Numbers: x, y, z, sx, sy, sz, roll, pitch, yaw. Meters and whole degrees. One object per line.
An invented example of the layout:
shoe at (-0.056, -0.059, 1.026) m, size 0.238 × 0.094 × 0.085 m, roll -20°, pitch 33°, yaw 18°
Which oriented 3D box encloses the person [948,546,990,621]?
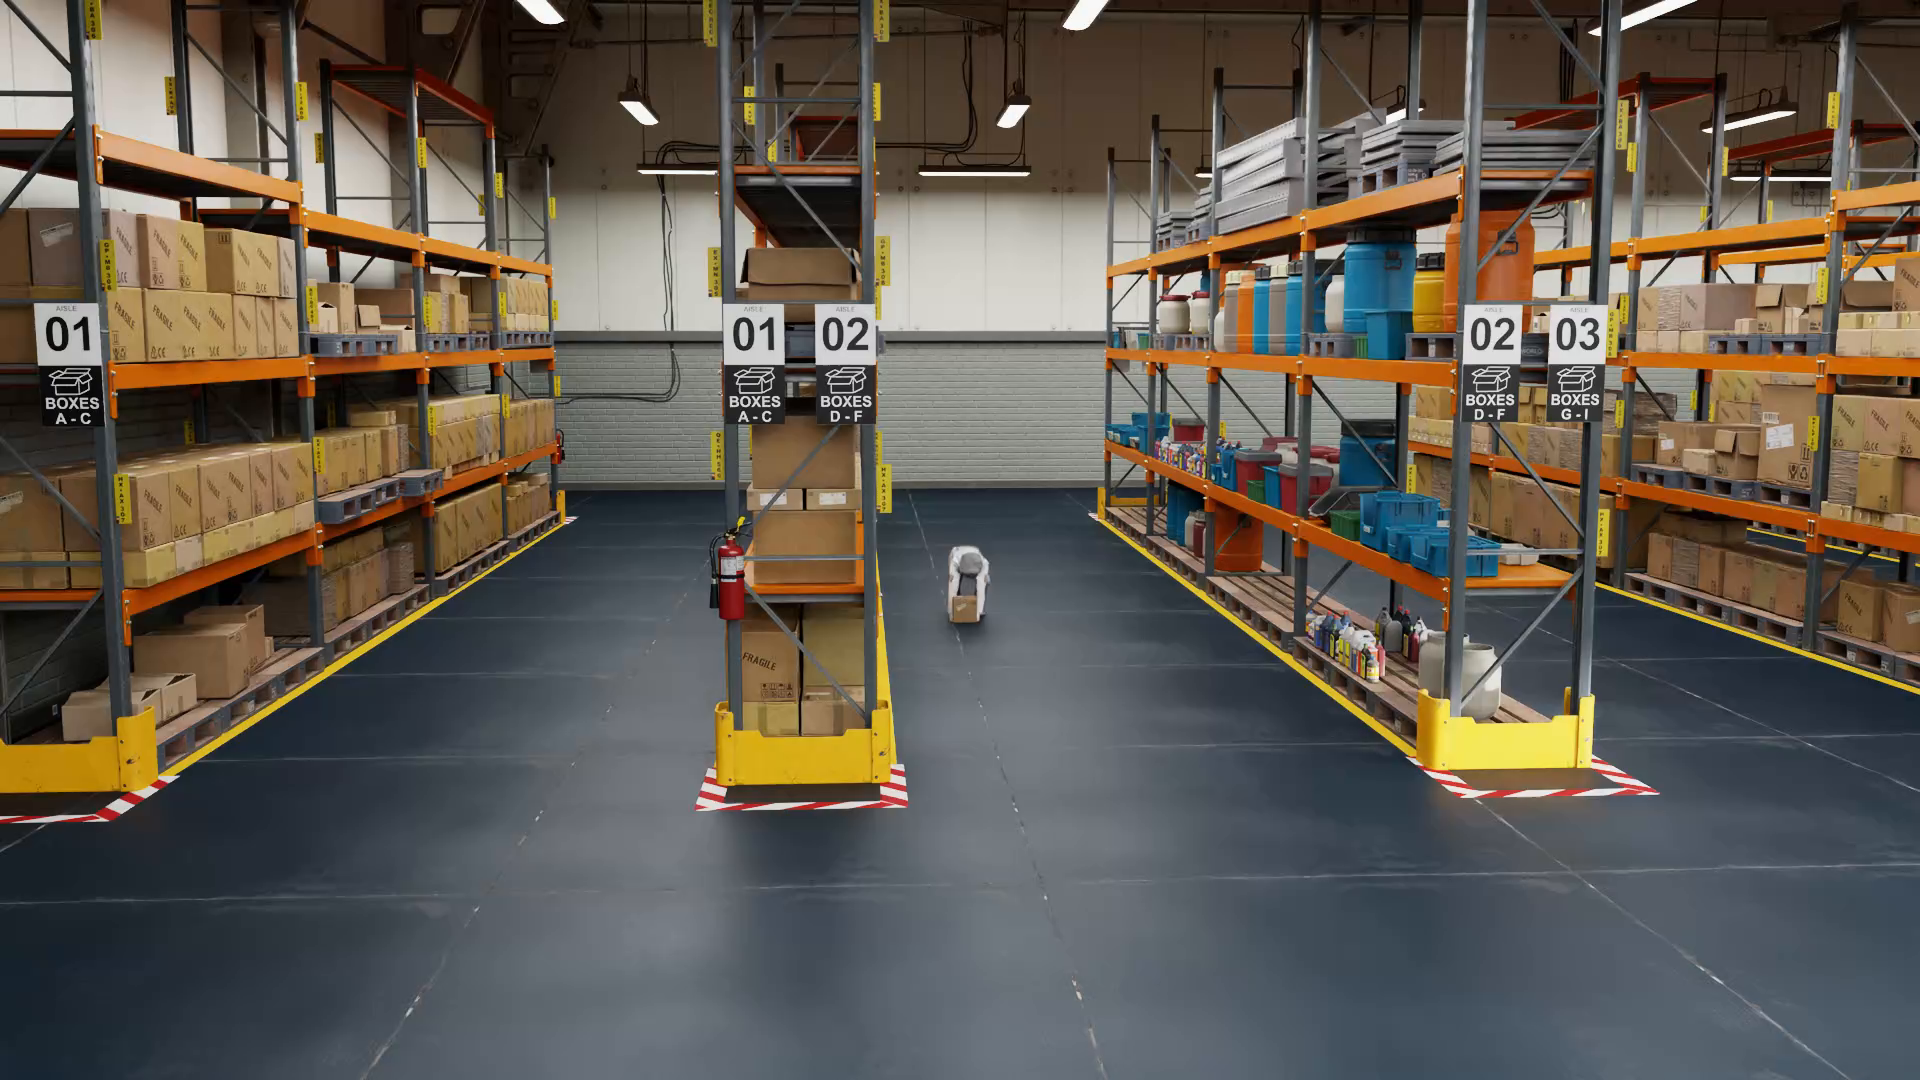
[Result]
person at (0.083, 0.461, 17.834) m, size 0.472 × 0.762 × 0.914 m, roll -1°, pitch 7°, yaw -5°
